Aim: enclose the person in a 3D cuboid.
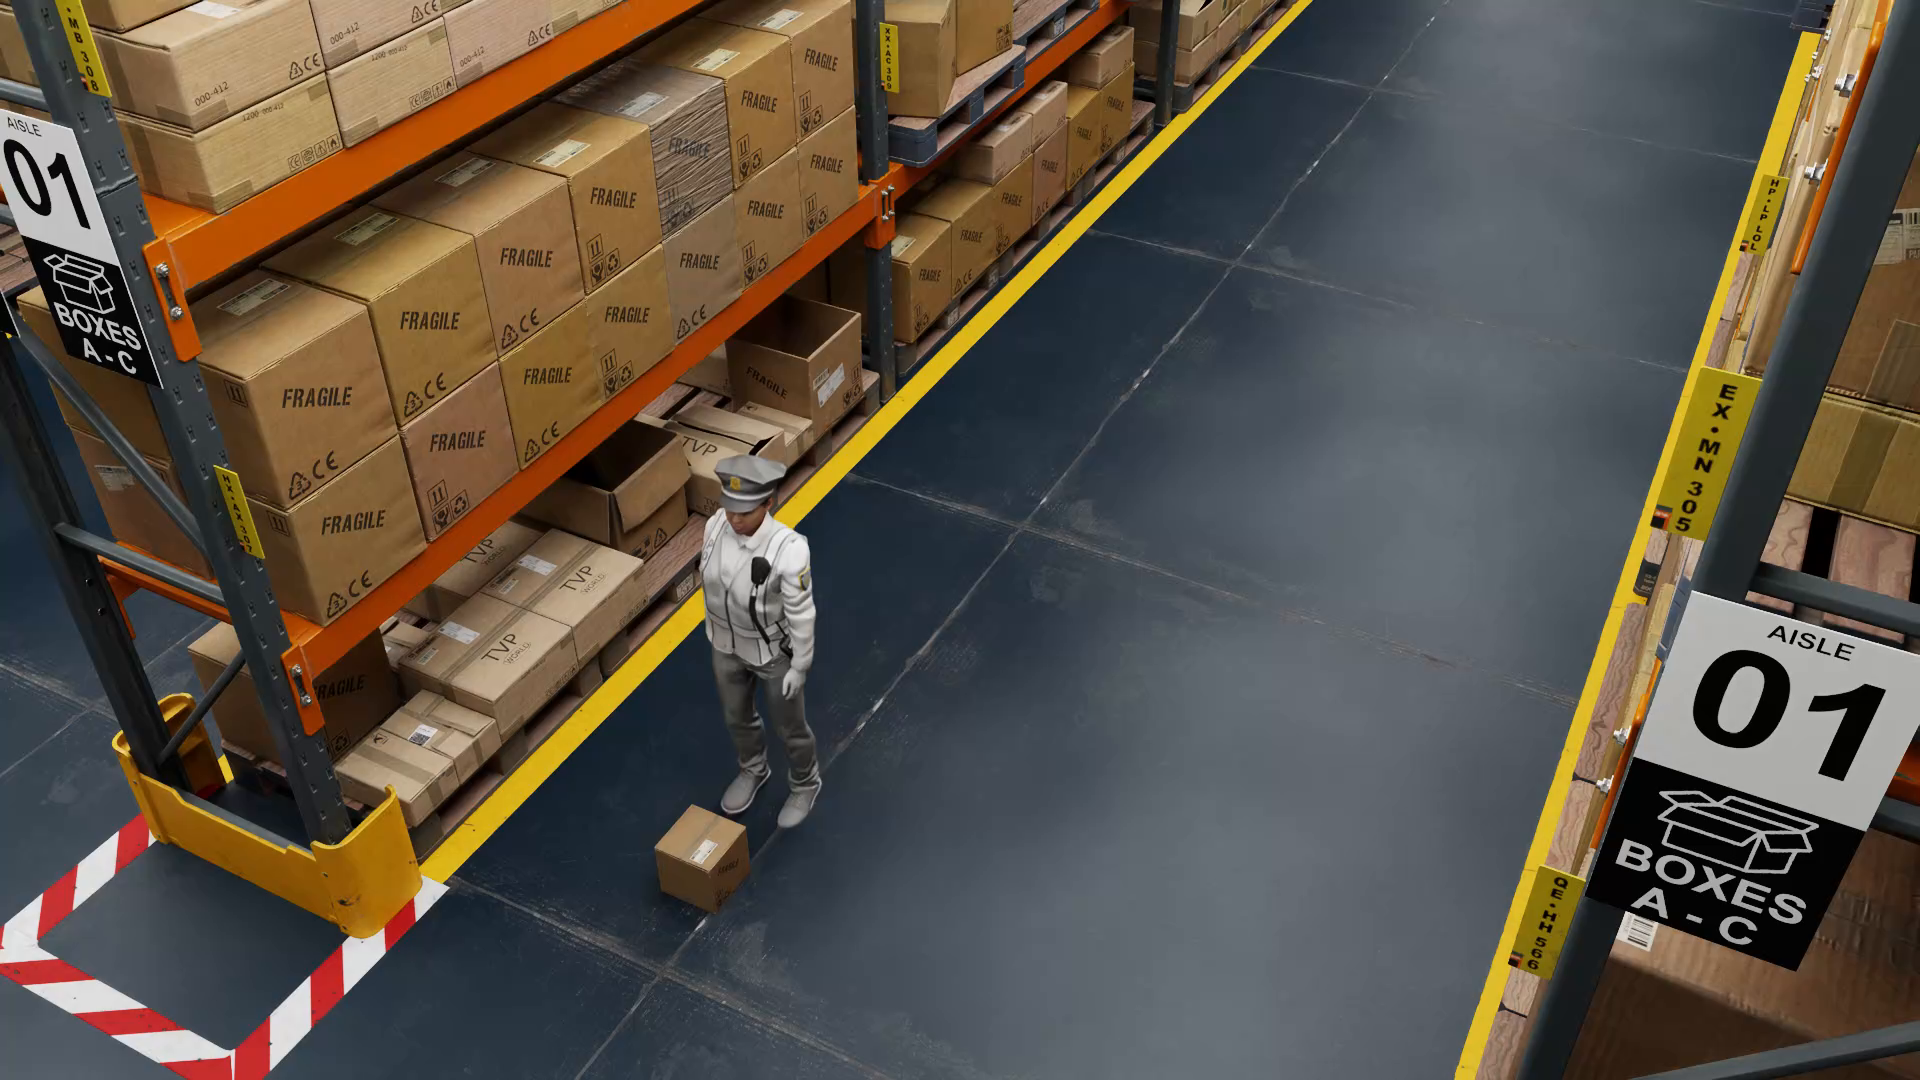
[{"bbox_3d":[-0.751,0.411,6.229,0.466,1.697,0.343,19,42,23],"label":"person"}]
